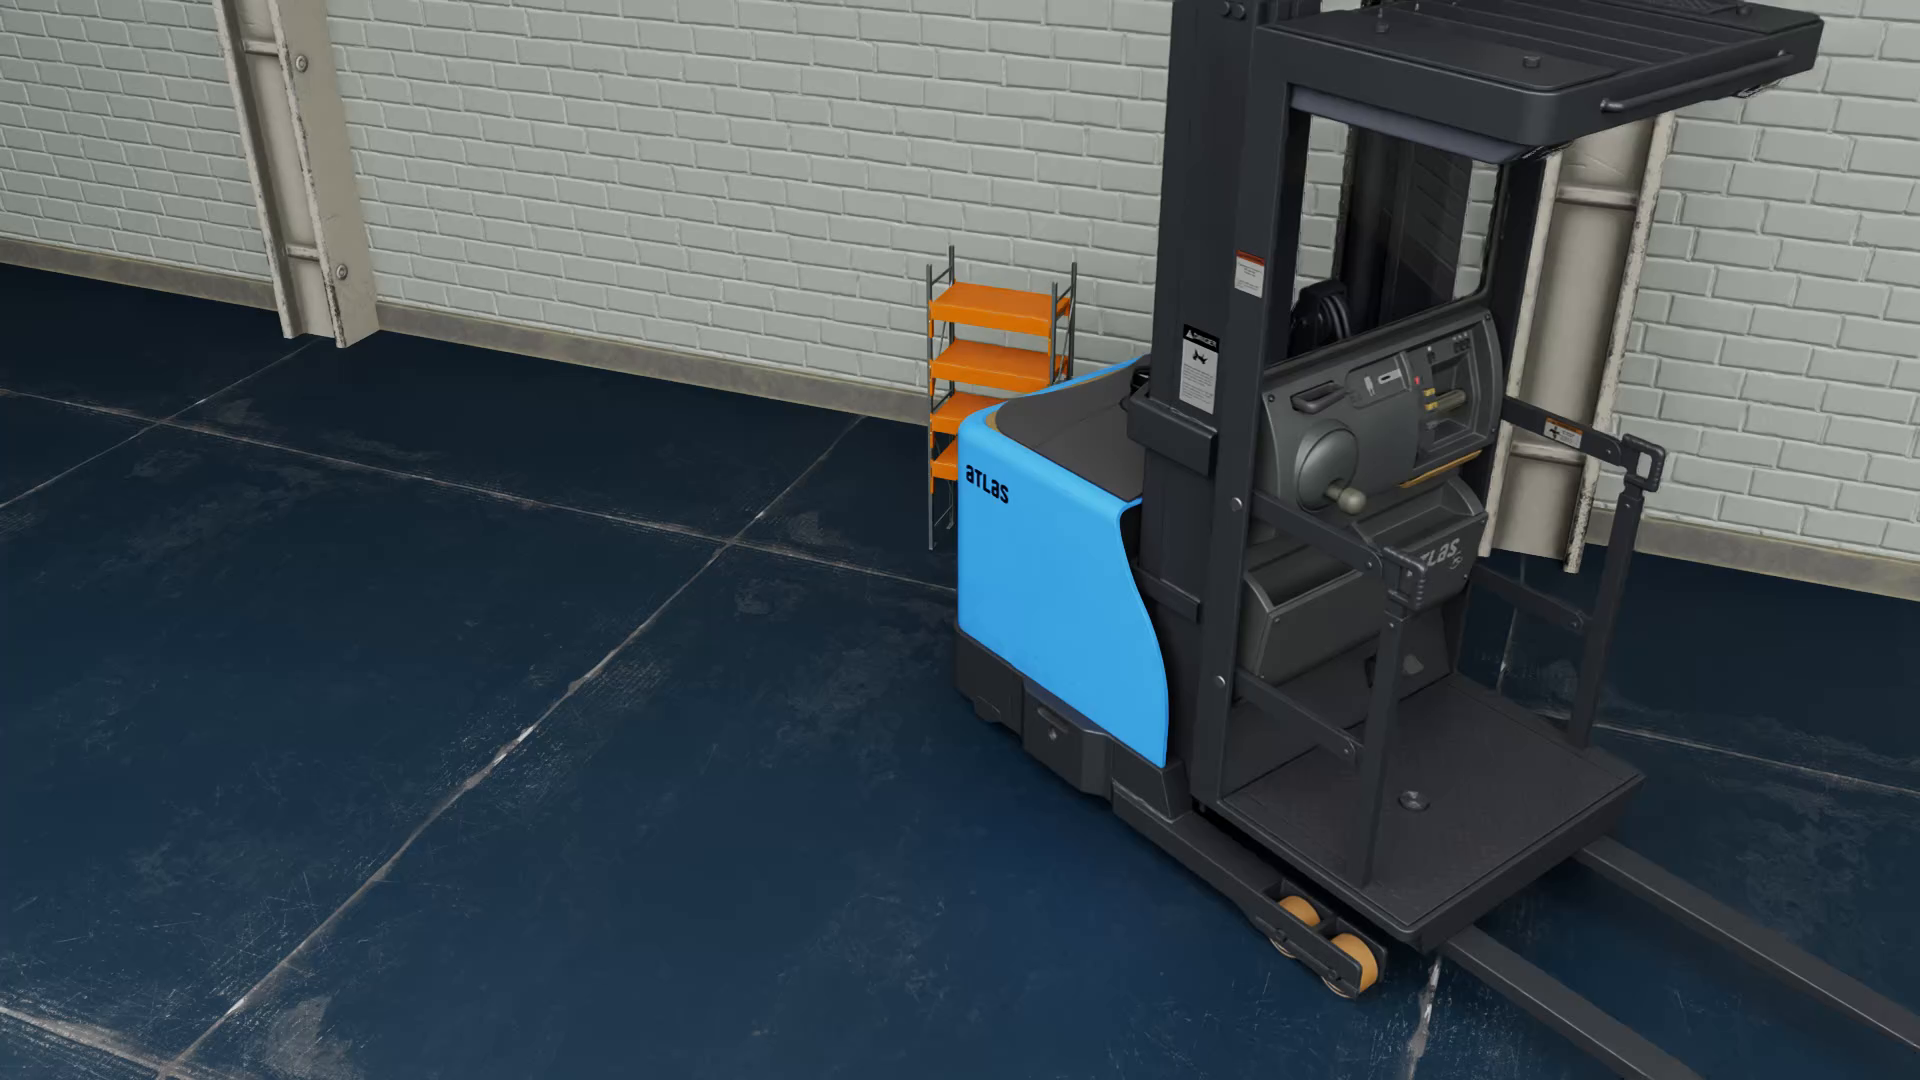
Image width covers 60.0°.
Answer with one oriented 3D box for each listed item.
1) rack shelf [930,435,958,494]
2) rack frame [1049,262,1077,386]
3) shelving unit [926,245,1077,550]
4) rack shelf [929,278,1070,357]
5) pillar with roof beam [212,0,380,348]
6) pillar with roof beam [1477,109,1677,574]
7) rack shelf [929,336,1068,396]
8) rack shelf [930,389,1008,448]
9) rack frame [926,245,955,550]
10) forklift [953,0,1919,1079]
[{"bbox_3d":[0.153,-0.260,6.531,0.480,0.148,0.258,11,31,19],"label":"rack shelf"},{"bbox_3d":[0.379,-0.447,6.321,0.015,1.200,0.240,11,31,19],"label":"rack frame"},{"bbox_3d":[0.153,-0.492,6.401,0.503,1.200,0.258,11,31,19],"label":"shelving unit"},{"bbox_3d":[0.153,-0.834,6.207,0.480,0.148,0.258,11,31,19],"label":"rack shelf"},{"bbox_3d":[-4.883,-3.039,2.981,0.400,9.000,9.100,11,31,19],"label":"pillar with roof beam"},{"bbox_3d":[0.677,-1.929,1.018,0.400,9.000,9.100,11,31,19],"label":"pillar with roof beam"},{"bbox_3d":[0.153,-0.628,6.324,0.480,0.148,0.258,11,31,19],"label":"rack shelf"},{"bbox_3d":[0.153,-0.433,6.434,0.480,0.148,0.258,11,31,19],"label":"rack shelf"},{"bbox_3d":[-0.073,-0.537,6.480,0.015,1.200,0.240,11,31,19],"label":"rack frame"},{"bbox_3d":[1.278,-0.307,4.314,1.130,2.935,3.031,-21,36,-32],"label":"forklift"}]
